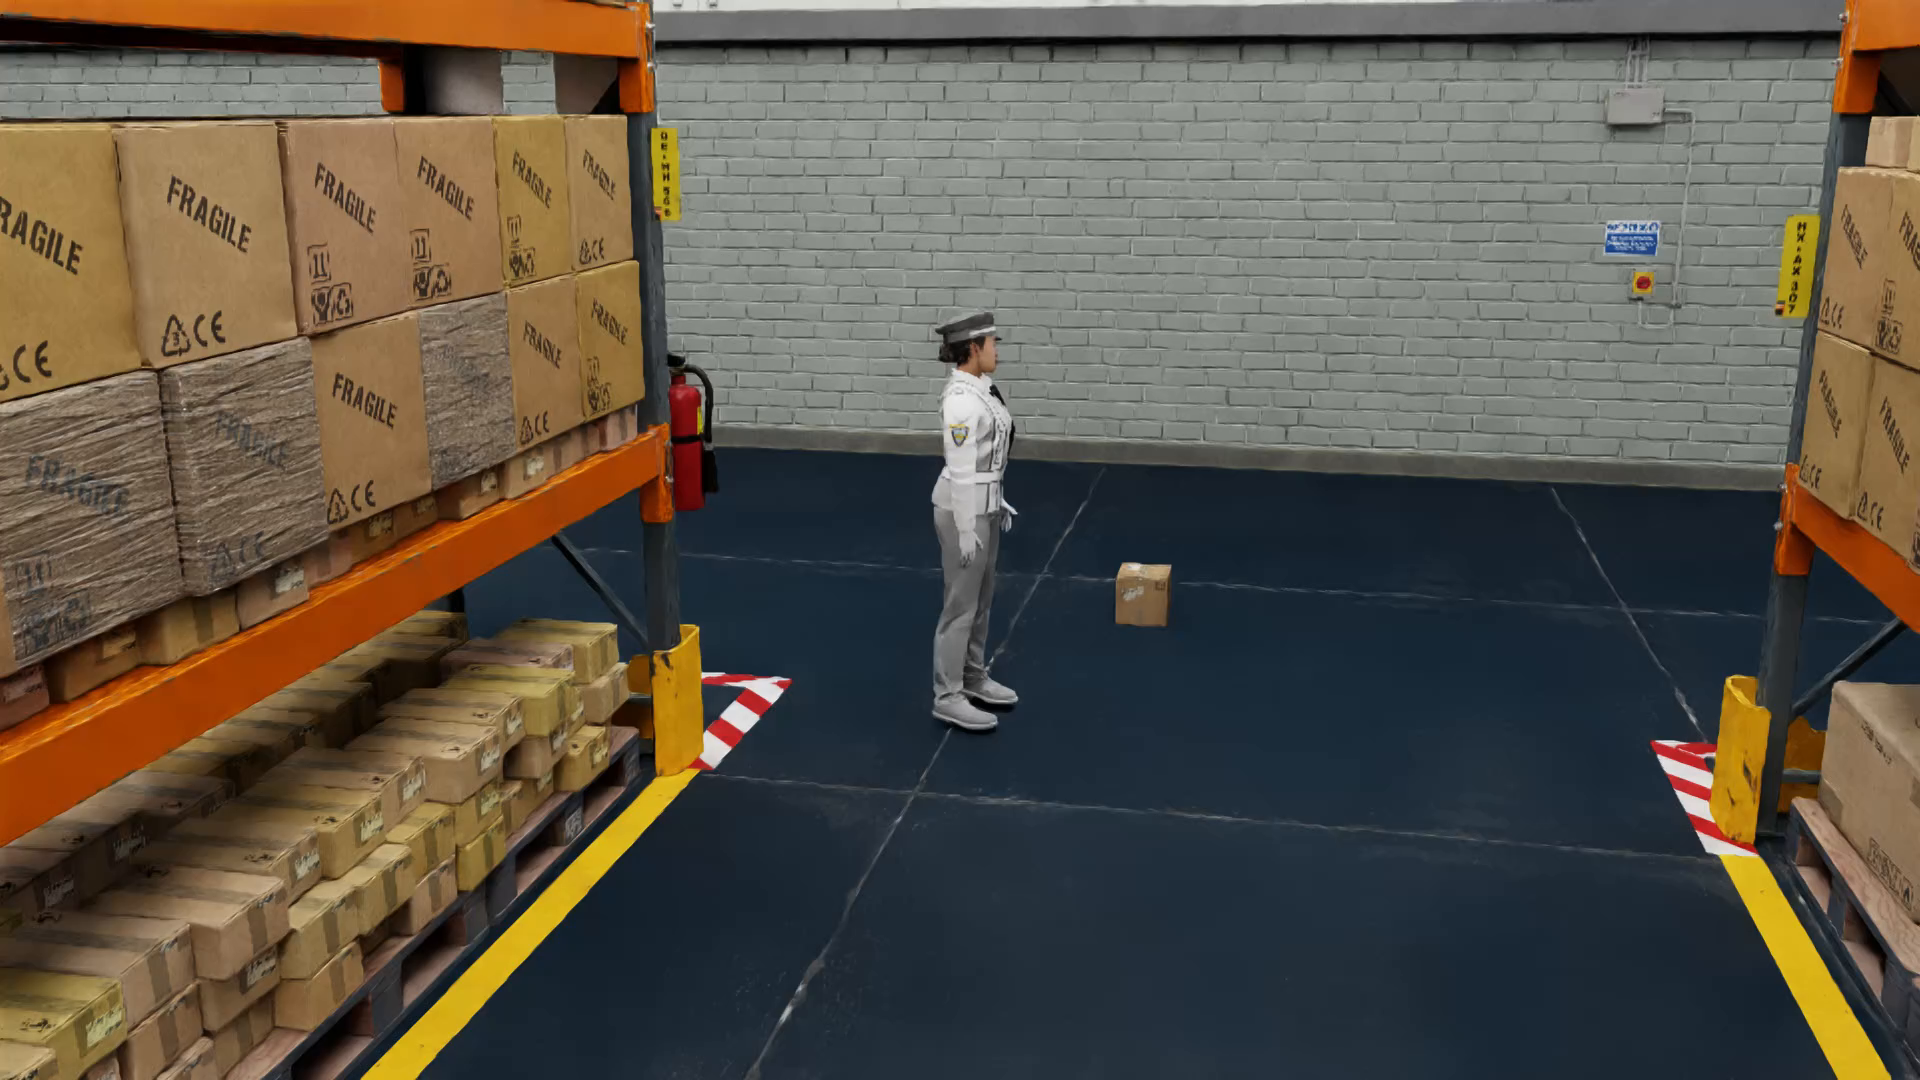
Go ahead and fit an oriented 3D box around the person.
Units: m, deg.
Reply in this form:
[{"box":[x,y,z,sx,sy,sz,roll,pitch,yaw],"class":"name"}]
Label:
[{"box":[0.057,-0.101,6.776,0.354,1.688,0.525,2,15,7],"class":"person"}]
